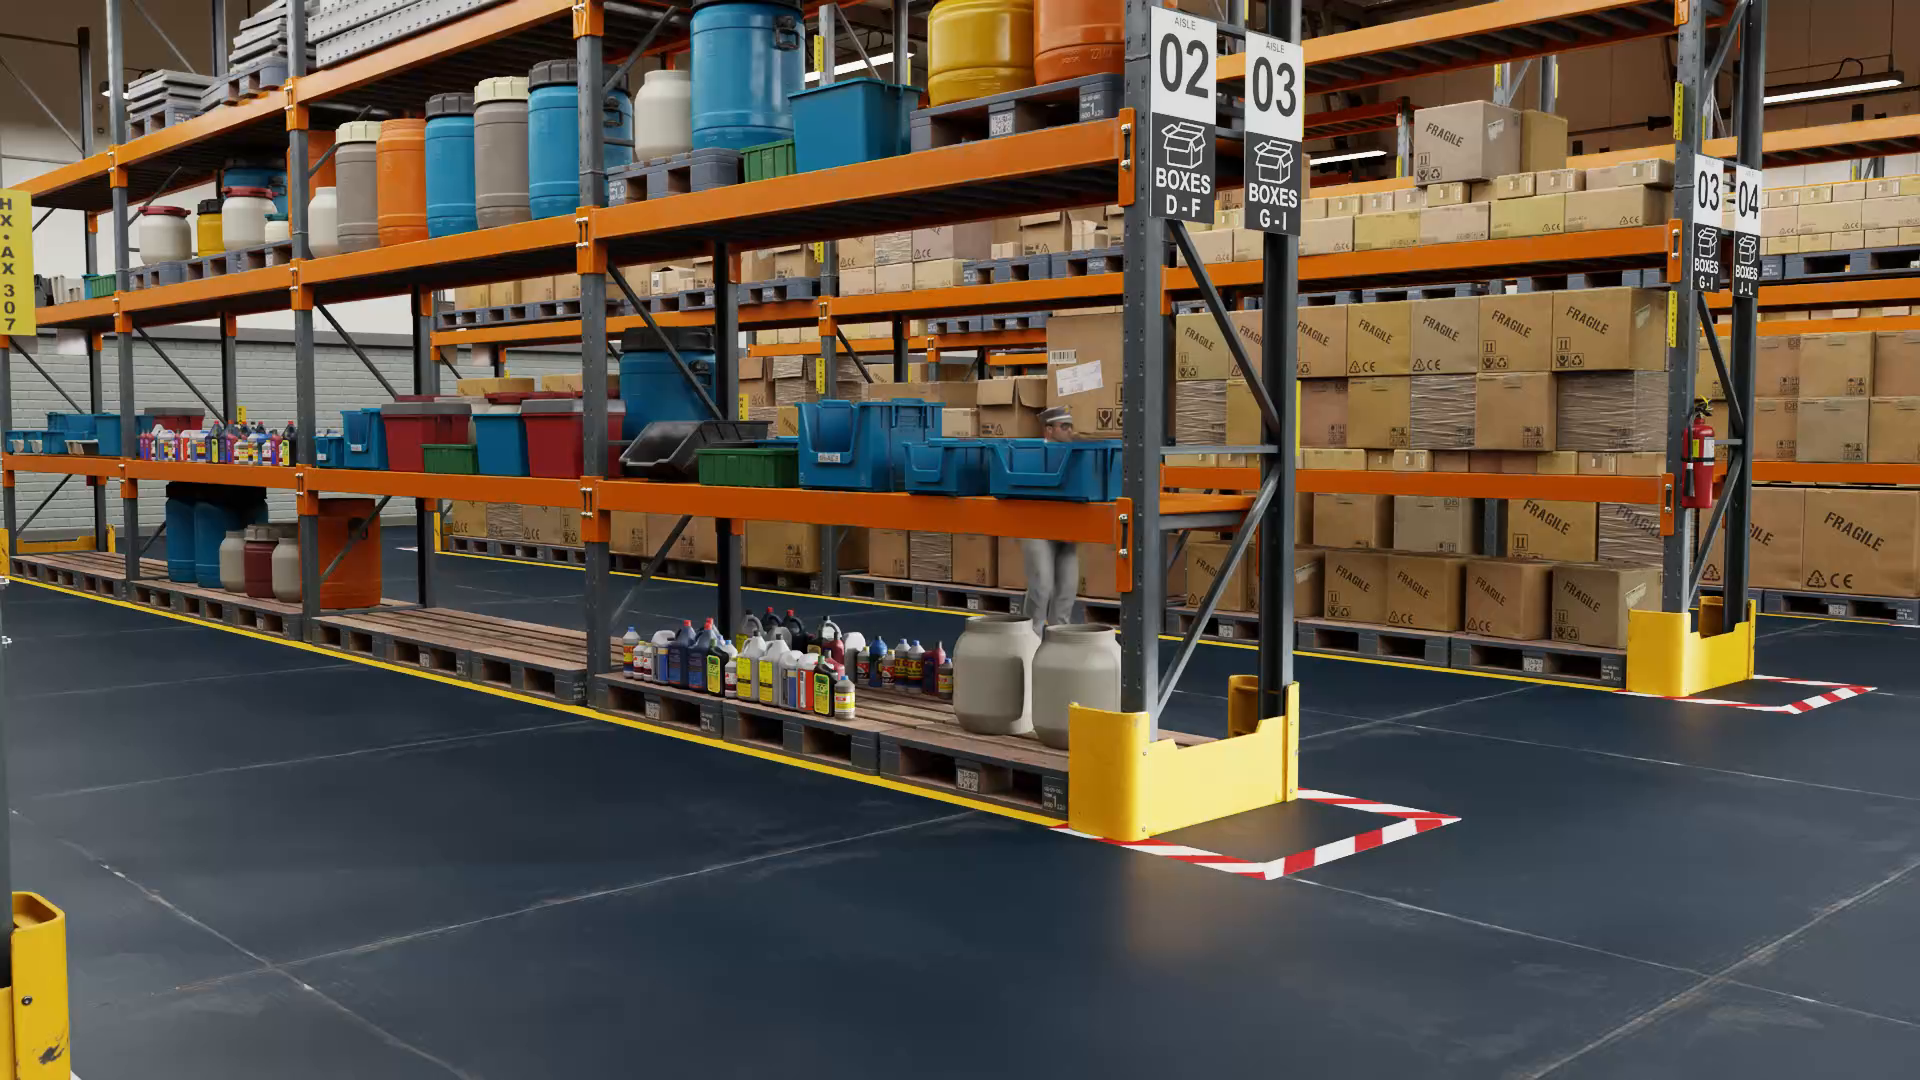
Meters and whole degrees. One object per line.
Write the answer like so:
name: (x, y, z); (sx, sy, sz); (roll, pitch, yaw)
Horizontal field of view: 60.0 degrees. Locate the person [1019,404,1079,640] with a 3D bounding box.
person: (0.691, -0.059, 11.567); (0.490, 1.764, 0.576); (-4, 5, -45)
